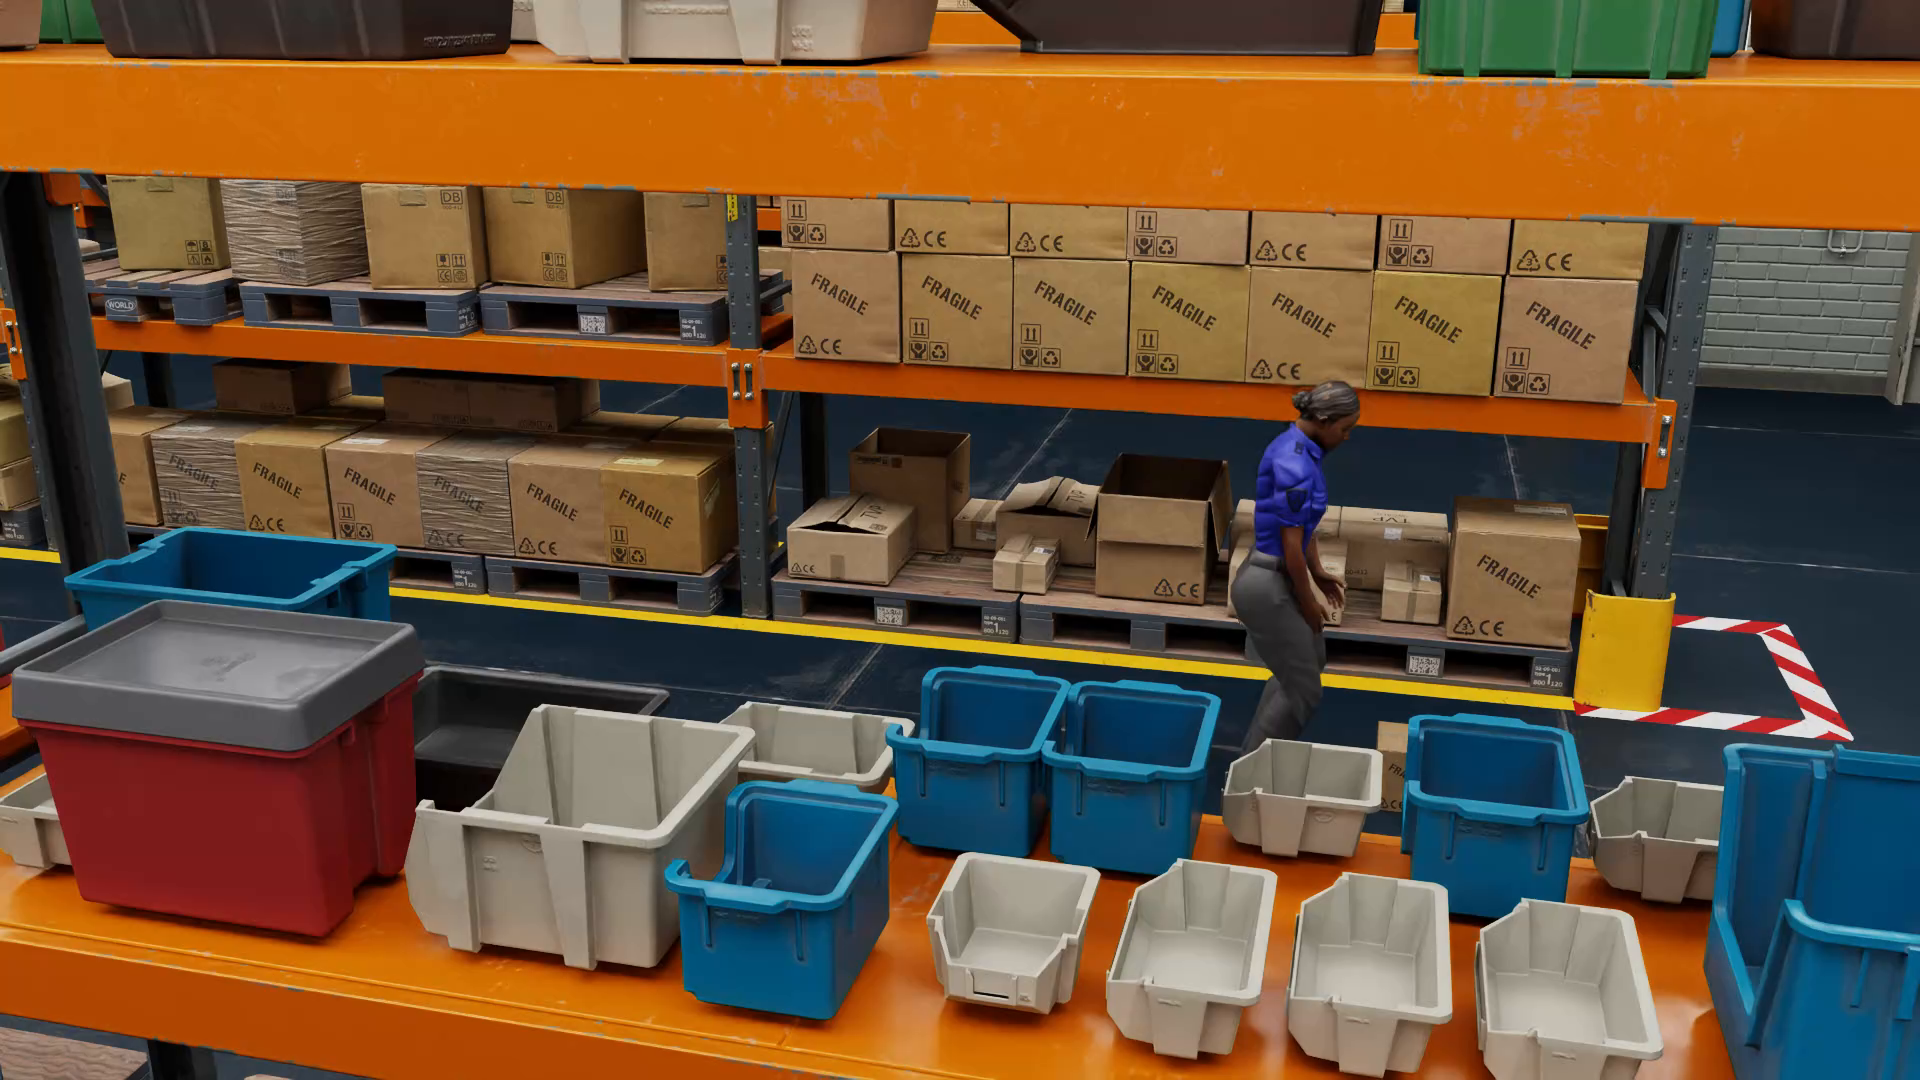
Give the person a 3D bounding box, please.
[{"bbox_3d":[1.219,0.185,6.153,0.411,1.583,0.465,5,19,15],"label":"person"}]
